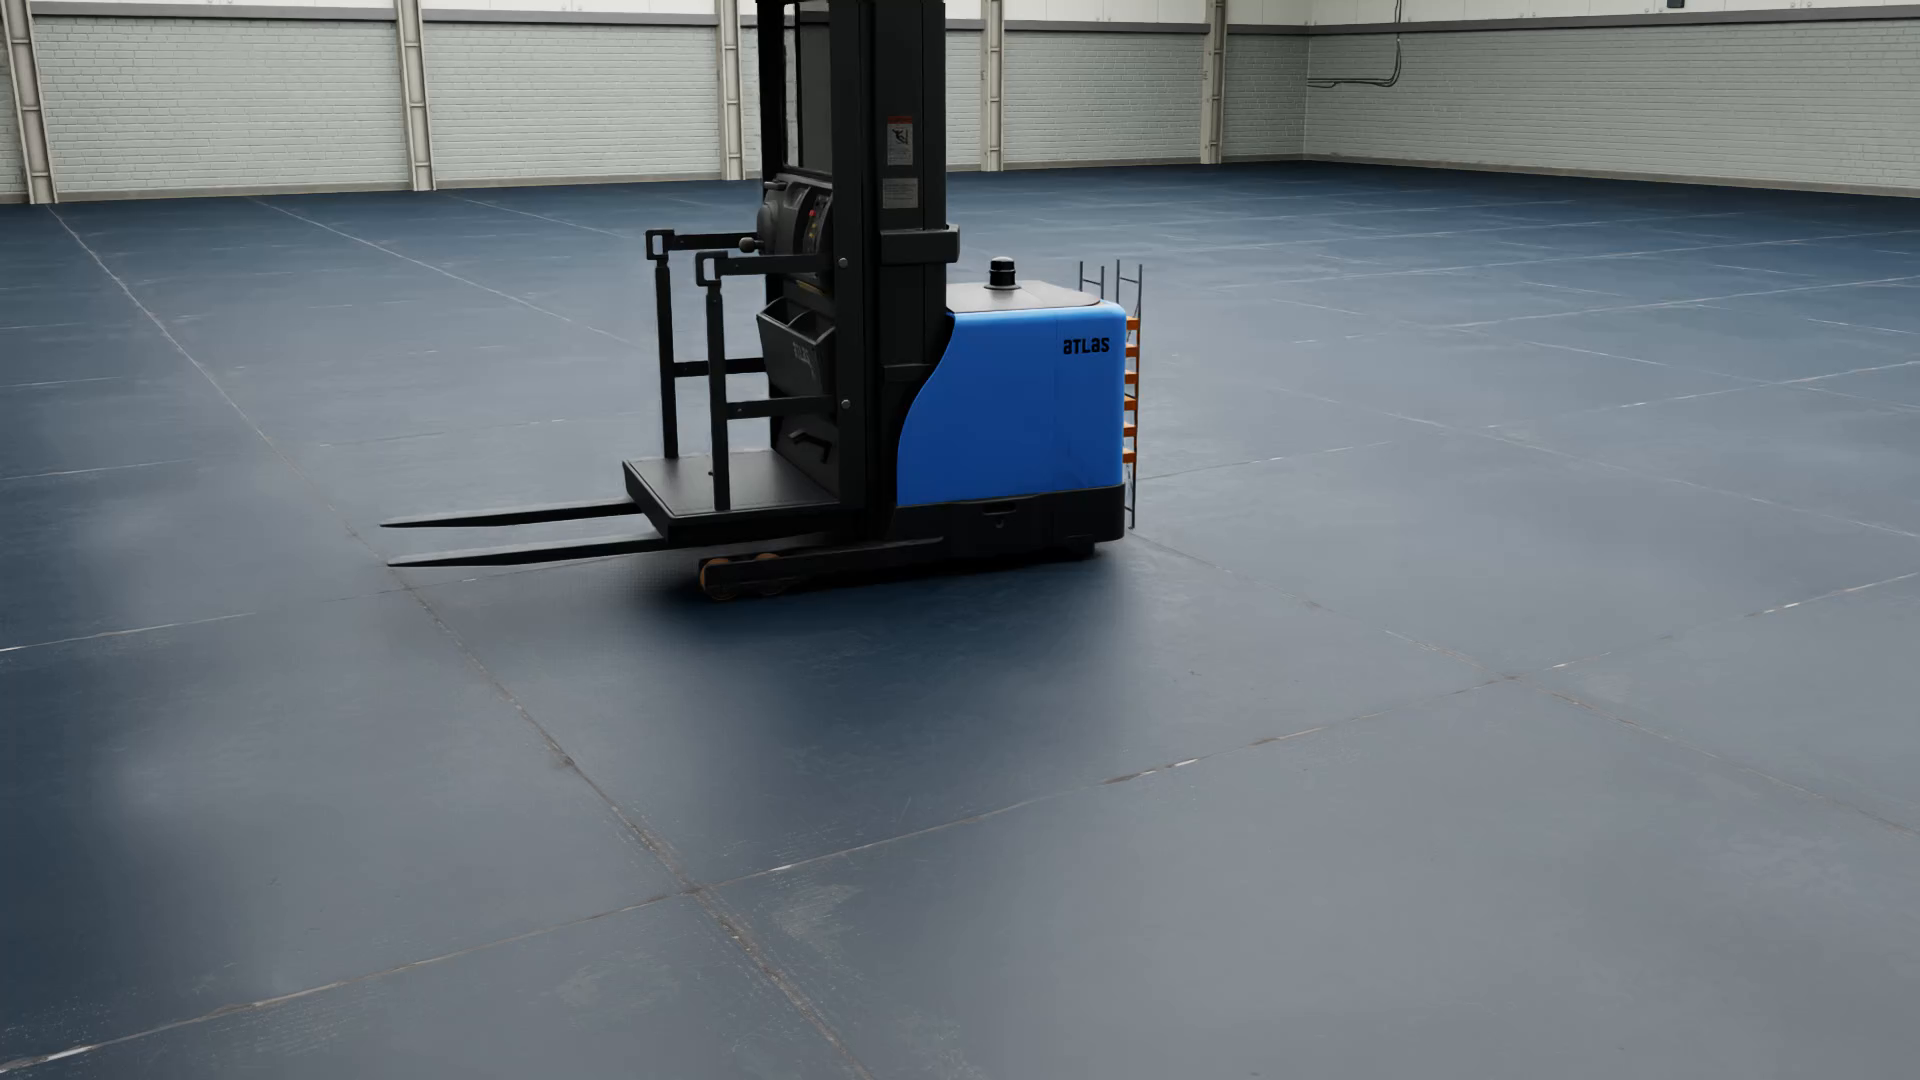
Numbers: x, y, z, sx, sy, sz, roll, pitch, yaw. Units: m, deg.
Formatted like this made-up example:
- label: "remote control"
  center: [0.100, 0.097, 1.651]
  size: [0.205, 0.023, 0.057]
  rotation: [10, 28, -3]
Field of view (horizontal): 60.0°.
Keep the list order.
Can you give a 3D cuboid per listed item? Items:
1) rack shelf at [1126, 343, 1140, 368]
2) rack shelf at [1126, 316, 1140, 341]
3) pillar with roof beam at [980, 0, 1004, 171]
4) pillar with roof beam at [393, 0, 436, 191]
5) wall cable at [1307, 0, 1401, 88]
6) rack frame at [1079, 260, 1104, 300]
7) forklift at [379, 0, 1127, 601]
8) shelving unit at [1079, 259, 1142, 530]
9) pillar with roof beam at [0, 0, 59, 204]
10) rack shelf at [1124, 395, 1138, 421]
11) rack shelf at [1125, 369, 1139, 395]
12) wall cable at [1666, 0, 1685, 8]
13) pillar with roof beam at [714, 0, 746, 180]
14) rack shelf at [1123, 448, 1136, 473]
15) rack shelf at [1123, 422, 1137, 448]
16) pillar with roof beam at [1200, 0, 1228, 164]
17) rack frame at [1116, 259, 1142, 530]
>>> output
- label: "rack shelf"
  center: [0.664, -0.834, 7.436]
  size: [0.180, 0.103, 0.258]
  rotation: [-6, 17, -20]
- label: "rack shelf"
  center: [0.664, -0.949, 7.404]
  size: [0.180, 0.103, 0.258]
  rotation: [-6, 17, -20]
- label: "pillar with roof beam"
  center: [2.899, -11.266, 30.928]
  size: [0.400, 9.000, 9.100]
  rotation: [-9, 18, -30]
- label: "pillar with roof beam"
  center: [-7.387, -9.598, 24.978]
  size: [0.400, 9.000, 9.100]
  rotation: [-9, 18, -30]
- label: "wall cable"
  center: [9.031, -11.705, 38.245]
  size: [0.112, 2.526, 3.097]
  rotation: [-9, 18, -30]
- label: "rack frame"
  center: [0.578, -0.636, 7.457]
  size: [0.006, 1.200, 0.240]
  rotation: [-6, 17, -20]
- label: "forklift"
  center: [-0.859, -1.333, 6.736]
  size: [3.031, 2.935, 1.130]
  rotation: [-6, 17, -20]
- label: "shelving unit"
  center: [0.664, -0.645, 7.489]
  size: [0.189, 1.200, 0.258]
  rotation: [-6, 17, -20]
- label: "pillar with roof beam"
  center: [-12.531, -8.764, 22.002]
  size: [0.400, 9.000, 9.100]
  rotation: [-9, 18, -30]
- label: "rack shelf"
  center: [0.664, -0.603, 7.501]
  size: [0.180, 0.103, 0.258]
  rotation: [-6, 17, -20]
- label: "rack shelf"
  center: [0.664, -0.718, 7.469]
  size: [0.180, 0.103, 0.258]
  rotation: [-6, 17, -20]
- label: "wall cable"
  center: [13.907, -12.639, 29.524]
  size: [0.169, 6.003, 2.305]
  rotation: [-9, 18, -30]
- label: "pillar with roof beam"
  center: [-2.244, -10.432, 27.953]
  size: [0.400, 9.000, 9.100]
  rotation: [-9, 18, -30]
- label: "rack shelf"
  center: [0.664, -0.371, 7.566]
  size: [0.180, 0.103, 0.258]
  rotation: [-6, 17, -20]
- label: "rack shelf"
  center: [0.664, -0.487, 7.533]
  size: [0.180, 0.103, 0.258]
  rotation: [-6, 17, -20]
- label: "pillar with roof beam"
  center: [8.042, -12.100, 33.904]
  size: [0.400, 9.000, 9.100]
  rotation: [-9, 18, -30]
- label: "rack frame"
  center: [0.749, -0.654, 7.521]
  size: [0.006, 1.200, 0.240]
  rotation: [-6, 17, -20]
